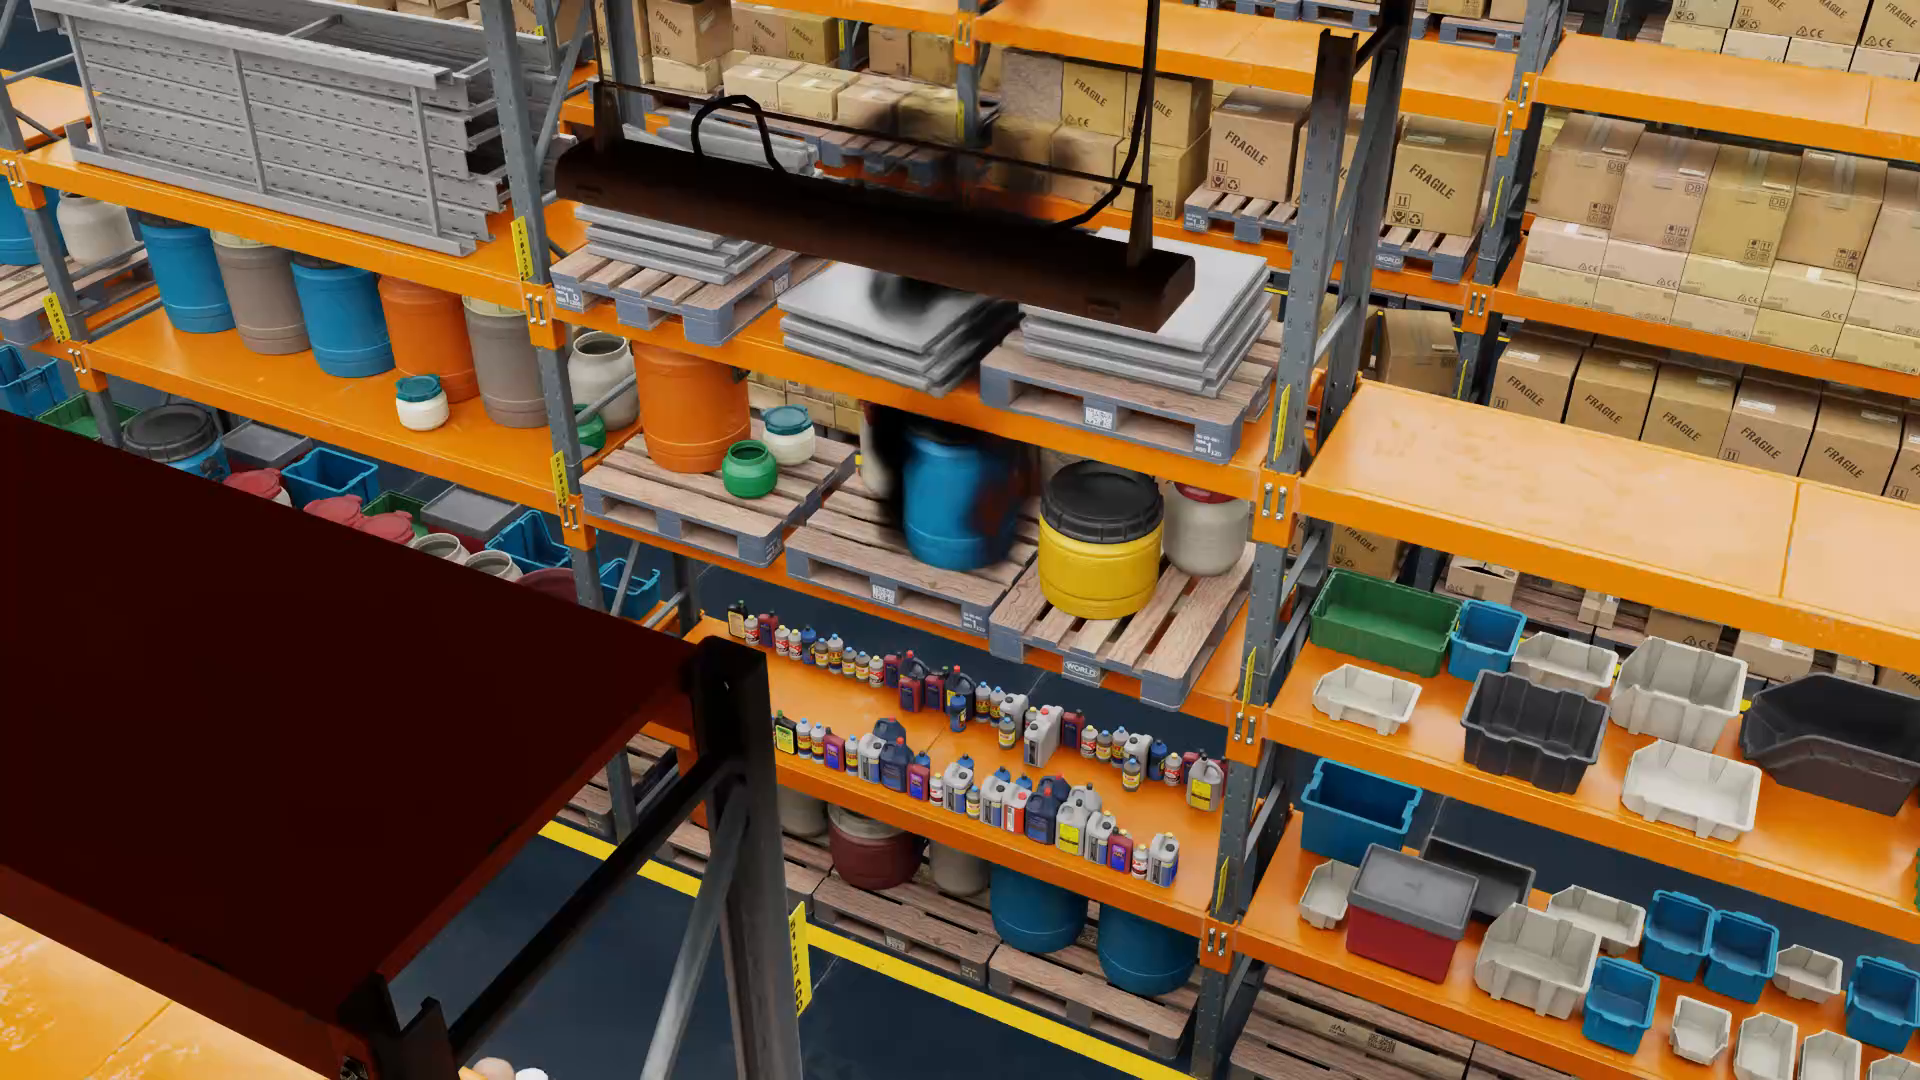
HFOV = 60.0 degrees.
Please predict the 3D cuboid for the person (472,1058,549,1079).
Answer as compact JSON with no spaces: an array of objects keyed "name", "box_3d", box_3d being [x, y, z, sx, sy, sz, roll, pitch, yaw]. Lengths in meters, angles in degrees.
[{"name":"person","box_3d":[-2.142,3.091,7.937,0.799,1.826,0.689,17,39,23]}]
